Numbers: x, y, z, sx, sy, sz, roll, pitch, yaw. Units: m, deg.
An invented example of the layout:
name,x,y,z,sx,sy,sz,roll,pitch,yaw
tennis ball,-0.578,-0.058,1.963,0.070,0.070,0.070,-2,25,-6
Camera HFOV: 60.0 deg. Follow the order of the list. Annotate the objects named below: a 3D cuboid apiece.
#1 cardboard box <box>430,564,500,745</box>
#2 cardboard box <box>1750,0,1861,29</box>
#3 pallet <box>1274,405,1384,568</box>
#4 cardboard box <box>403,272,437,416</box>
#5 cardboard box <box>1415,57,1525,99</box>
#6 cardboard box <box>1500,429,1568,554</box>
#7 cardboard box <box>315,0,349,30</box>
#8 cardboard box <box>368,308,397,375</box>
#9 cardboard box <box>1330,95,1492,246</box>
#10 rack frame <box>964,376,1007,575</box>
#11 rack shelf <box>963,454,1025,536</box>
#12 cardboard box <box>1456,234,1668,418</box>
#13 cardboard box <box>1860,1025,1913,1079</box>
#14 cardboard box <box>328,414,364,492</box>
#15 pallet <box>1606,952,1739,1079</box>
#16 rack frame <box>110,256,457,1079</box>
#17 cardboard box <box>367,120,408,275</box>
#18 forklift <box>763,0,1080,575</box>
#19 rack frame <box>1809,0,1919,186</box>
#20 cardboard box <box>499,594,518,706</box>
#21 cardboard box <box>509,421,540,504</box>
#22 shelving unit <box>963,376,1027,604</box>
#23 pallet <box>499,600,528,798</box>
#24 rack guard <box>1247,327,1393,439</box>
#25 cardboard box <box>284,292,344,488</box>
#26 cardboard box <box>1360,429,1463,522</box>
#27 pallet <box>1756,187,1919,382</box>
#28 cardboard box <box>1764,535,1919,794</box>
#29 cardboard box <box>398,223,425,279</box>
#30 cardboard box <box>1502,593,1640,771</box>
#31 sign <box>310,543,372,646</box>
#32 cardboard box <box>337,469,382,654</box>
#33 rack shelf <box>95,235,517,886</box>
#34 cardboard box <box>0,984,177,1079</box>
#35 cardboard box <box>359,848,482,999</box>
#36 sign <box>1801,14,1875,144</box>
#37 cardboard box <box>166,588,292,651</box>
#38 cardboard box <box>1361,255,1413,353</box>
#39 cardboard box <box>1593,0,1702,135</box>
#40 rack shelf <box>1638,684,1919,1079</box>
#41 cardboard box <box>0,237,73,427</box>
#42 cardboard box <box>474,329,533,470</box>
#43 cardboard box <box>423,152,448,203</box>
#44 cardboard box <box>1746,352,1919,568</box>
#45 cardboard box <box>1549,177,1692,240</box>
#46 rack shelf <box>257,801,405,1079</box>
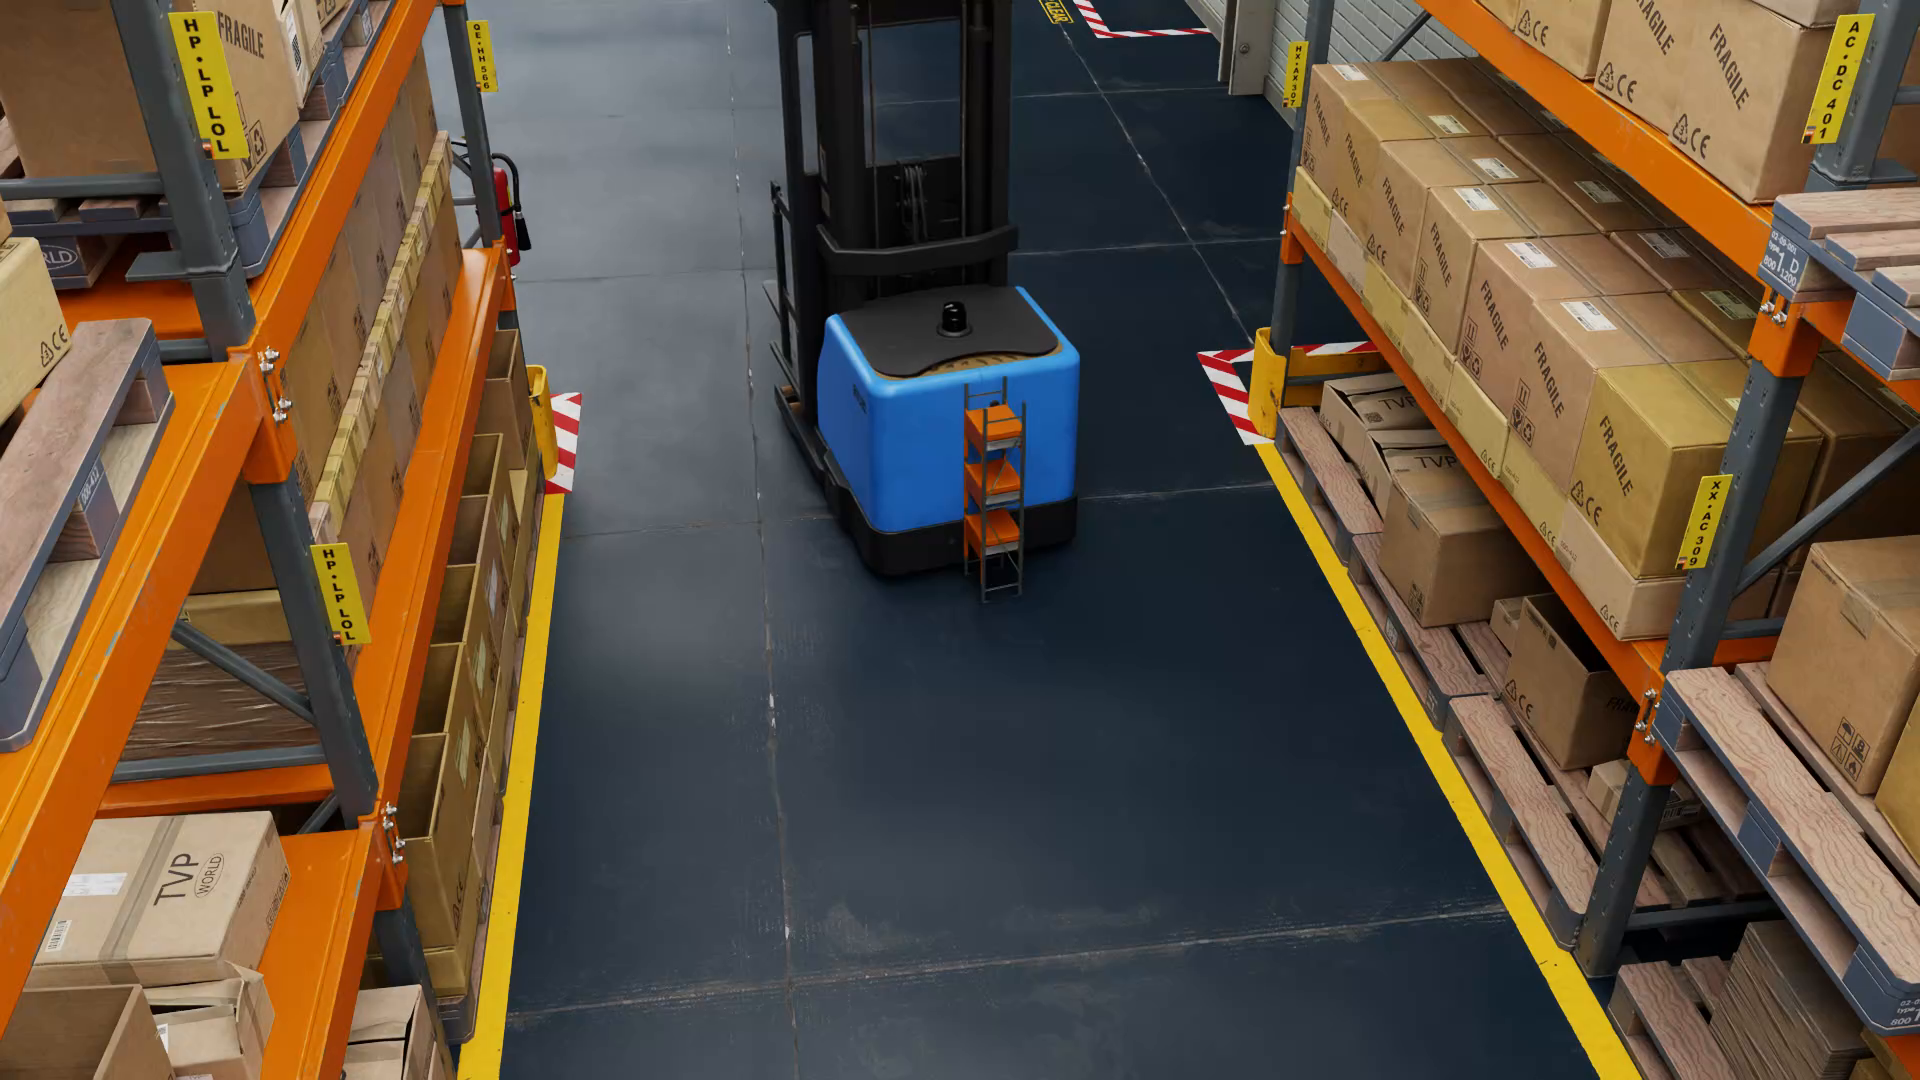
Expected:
name,x,y,z,sx,sy,sz,roll,pitch,yaw
cardboard box,-2.068,0.451,6.327,0.500,0.500,0.500,-4,35,-6
cardboard box,2.391,-1.699,4.422,0.500,0.500,0.500,-7,35,-10
pallet,2.274,-0.320,8.531,1.003,0.211,1.213,-4,35,-6
cardboard box,-2.532,-0.803,6.675,0.700,0.500,0.500,-4,34,-6
cardboard box,2.463,-1.979,7.941,0.500,0.500,0.500,-5,35,-7
cardboard box,2.304,-0.204,6.002,0.500,0.250,0.500,-4,35,-6
cardboard box,-2.277,-1.803,4.980,0.797,0.503,0.637,-1,34,-1
cardboard box,-2.237,-0.699,5.947,0.380,0.149,0.250,-5,35,-7
cardboard box,2.012,-1.661,7.473,0.500,0.500,0.500,-4,35,-6
rack frame,0.116,-0.283,7.733,0.200,1.050,0.008,-11,36,-16
rack shelf,0.156,-0.209,7.644,0.215,0.259,0.240,-11,36,-16
cardboard box,2.227,-0.795,6.202,0.500,0.500,0.500,-5,35,-8
cardboard box,2.905,1.458,4.610,0.500,0.250,0.500,-5,35,-7
cardboard box,-2.132,-0.265,5.310,0.380,0.149,0.250,-5,35,-7
pallet,2.833,1.849,5.350,1.003,0.211,1.213,-4,35,-6
rack frame,-2.181,0.639,4.649,1.000,3.000,0.127,-4,35,-6
cardboard box,-2.517,-1.305,6.261,0.700,0.500,0.500,-4,35,-6
forklift,-0.391,-1.869,8.390,1.130,2.935,3.031,-11,36,-16
rack frame,2.727,-2.217,3.513,1.000,3.000,0.127,-4,35,-6
cardboard box,-2.140,0.483,6.947,0.500,0.250,0.500,-4,35,-6
cardboard box,-2.354,-0.353,8.174,0.500,0.250,0.500,-4,35,-6
shelving unit,0.156,-0.218,7.638,0.215,1.050,0.252,-11,36,-16
pallet,-2.414,0.662,7.091,1.003,0.211,1.213,-4,35,-6
rack guard,2.199,-0.895,9.119,1.175,0.500,0.348,-4,35,-6
cardboard box,-2.316,-0.467,5.031,0.700,0.500,0.500,-4,35,-6
cardboard box,2.270,-0.330,8.067,0.500,0.311,0.500,-2,34,-2
pallet,2.705,-0.547,3.893,1.213,0.211,1.003,-4,35,-6
cardboard box,2.762,0.325,4.630,0.700,0.500,0.500,-4,35,-6
cardboard box,-2.340,-1.128,6.577,0.380,0.149,0.250,-3,34,-5
cardboard box,2.548,0.537,6.628,0.500,0.500,0.500,-7,35,-10
sign,-1.645,0.147,4.413,0.100,0.325,0.005,-4,35,-6
cardboard box,-2.324,0.057,5.414,0.700,0.500,0.500,-5,35,-7
rack shelf,-2.450,-0.180,6.489,1.077,0.370,4.000,-4,35,-6
cardboard box,-2.023,1.322,3.558,0.500,0.500,0.500,-2,34,-3
cardboard box,-1.943,1.320,5.718,0.500,0.250,0.500,-4,35,-6
sign,2.191,-1.146,4.145,0.100,0.325,0.005,-4,35,-6
cardboard box,-2.025,0.165,4.679,0.380,0.149,0.250,-4,35,-6
cardboard box,2.087,-1.047,7.238,0.500,0.250,0.500,-5,35,-7
cardboard box,2.359,-1.574,5.125,0.500,0.500,0.500,-7,35,-10
rack shelf,2.996,1.675,3.767,1.077,0.370,4.000,-4,35,-6
cardboard box,-2.108,-0.367,3.222,0.500,0.250,0.500,-1,34,-1
cardboard box,-2.352,-0.663,7.963,0.500,0.500,0.500,-4,35,-6
cardboard box,-2.442,-1.558,7.207,0.380,0.149,0.250,-4,34,-5
cardboard box,2.871,-0.272,5.436,0.500,0.500,0.500,-5,35,-7
cardboard box,2.663,-1.129,6.692,0.500,0.500,0.500,-4,34,-6
rack shelf,-1.912,2.052,3.213,1.077,0.370,4.000,-4,35,-6
